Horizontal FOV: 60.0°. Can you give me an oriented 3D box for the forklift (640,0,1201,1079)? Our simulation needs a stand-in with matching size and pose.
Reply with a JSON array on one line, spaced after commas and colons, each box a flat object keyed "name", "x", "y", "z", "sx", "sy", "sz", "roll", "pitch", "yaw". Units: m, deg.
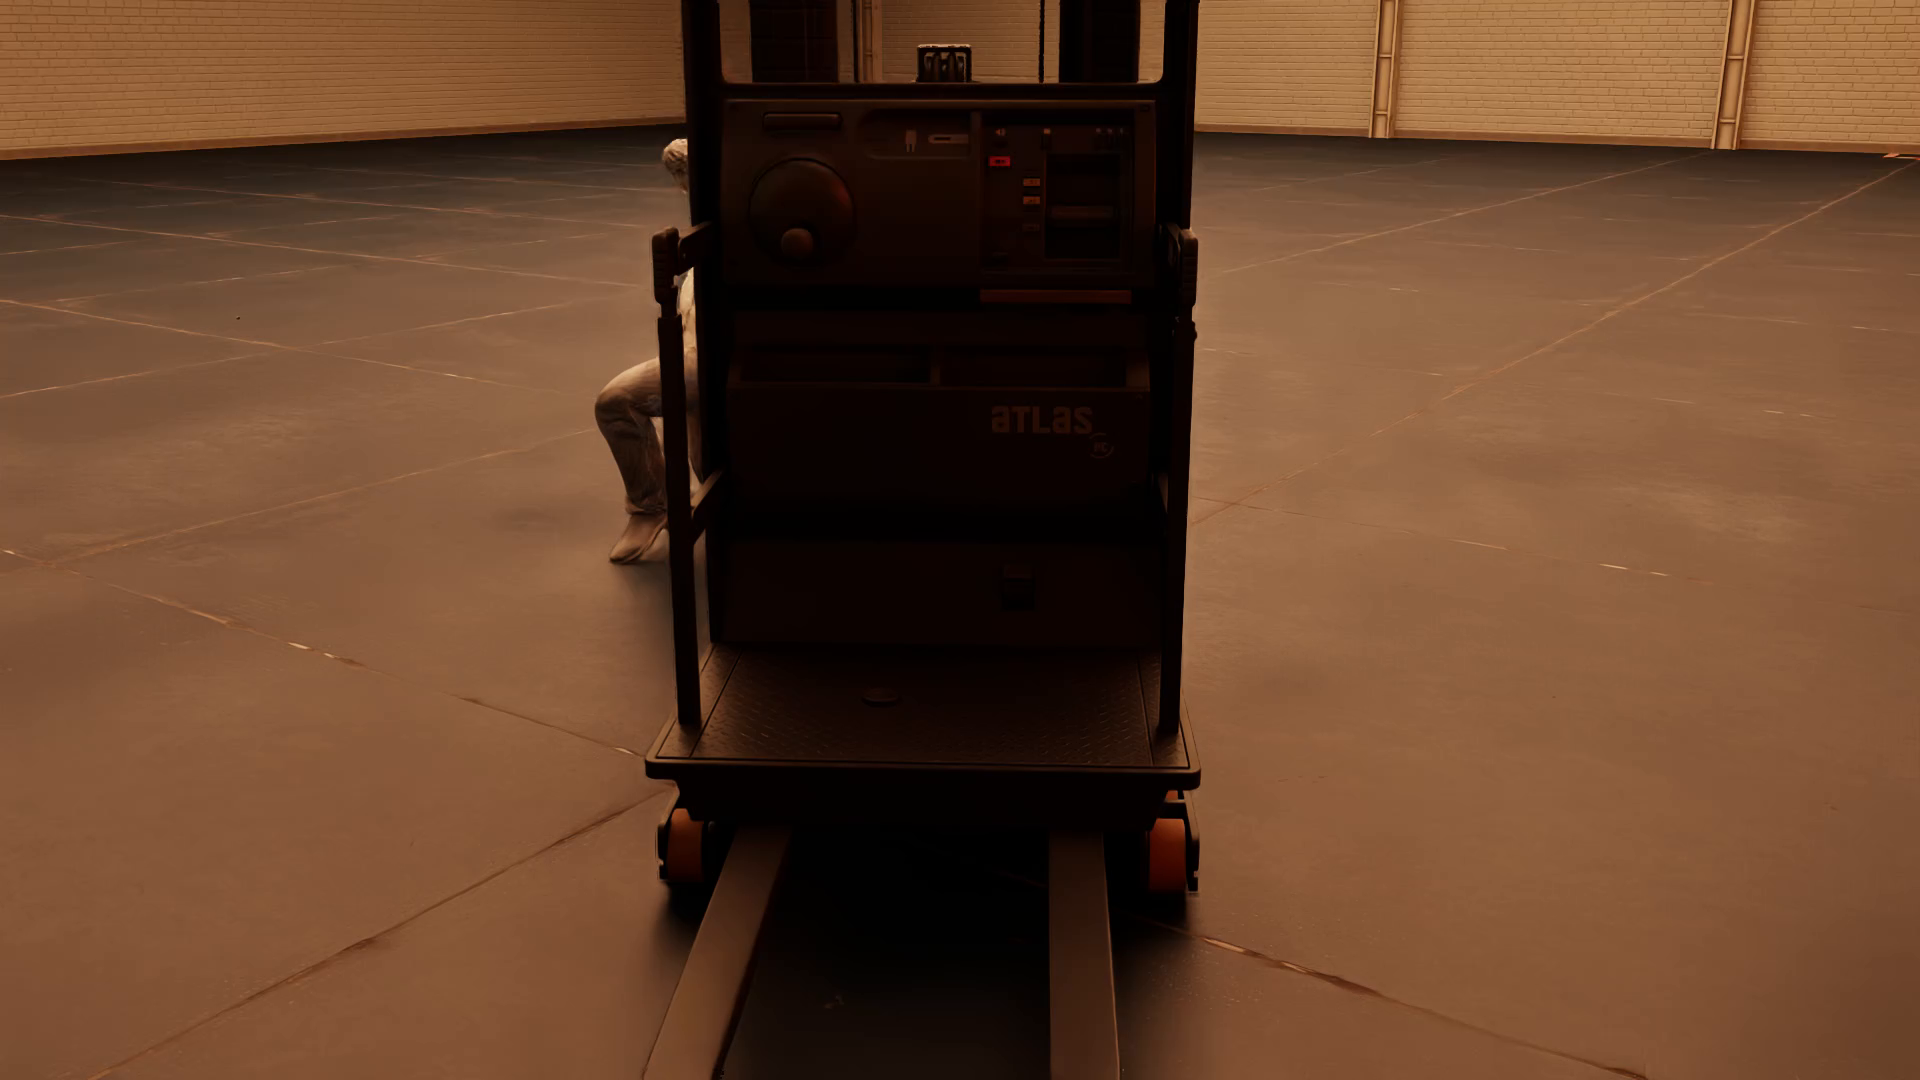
[{"name": "forklift", "x": -0.055, "y": -0.756, "z": 3.361, "sx": 1.130, "sy": 2.935, "sz": 3.031, "roll": 1, "pitch": 17, "yaw": 3}]

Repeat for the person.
[{"name": "person", "x": -0.713, "y": -0.623, "z": 5.489, "sx": 0.918, "sy": 1.488, "sz": 1.012, "roll": -8, "pitch": 19, "yaw": -26}]
